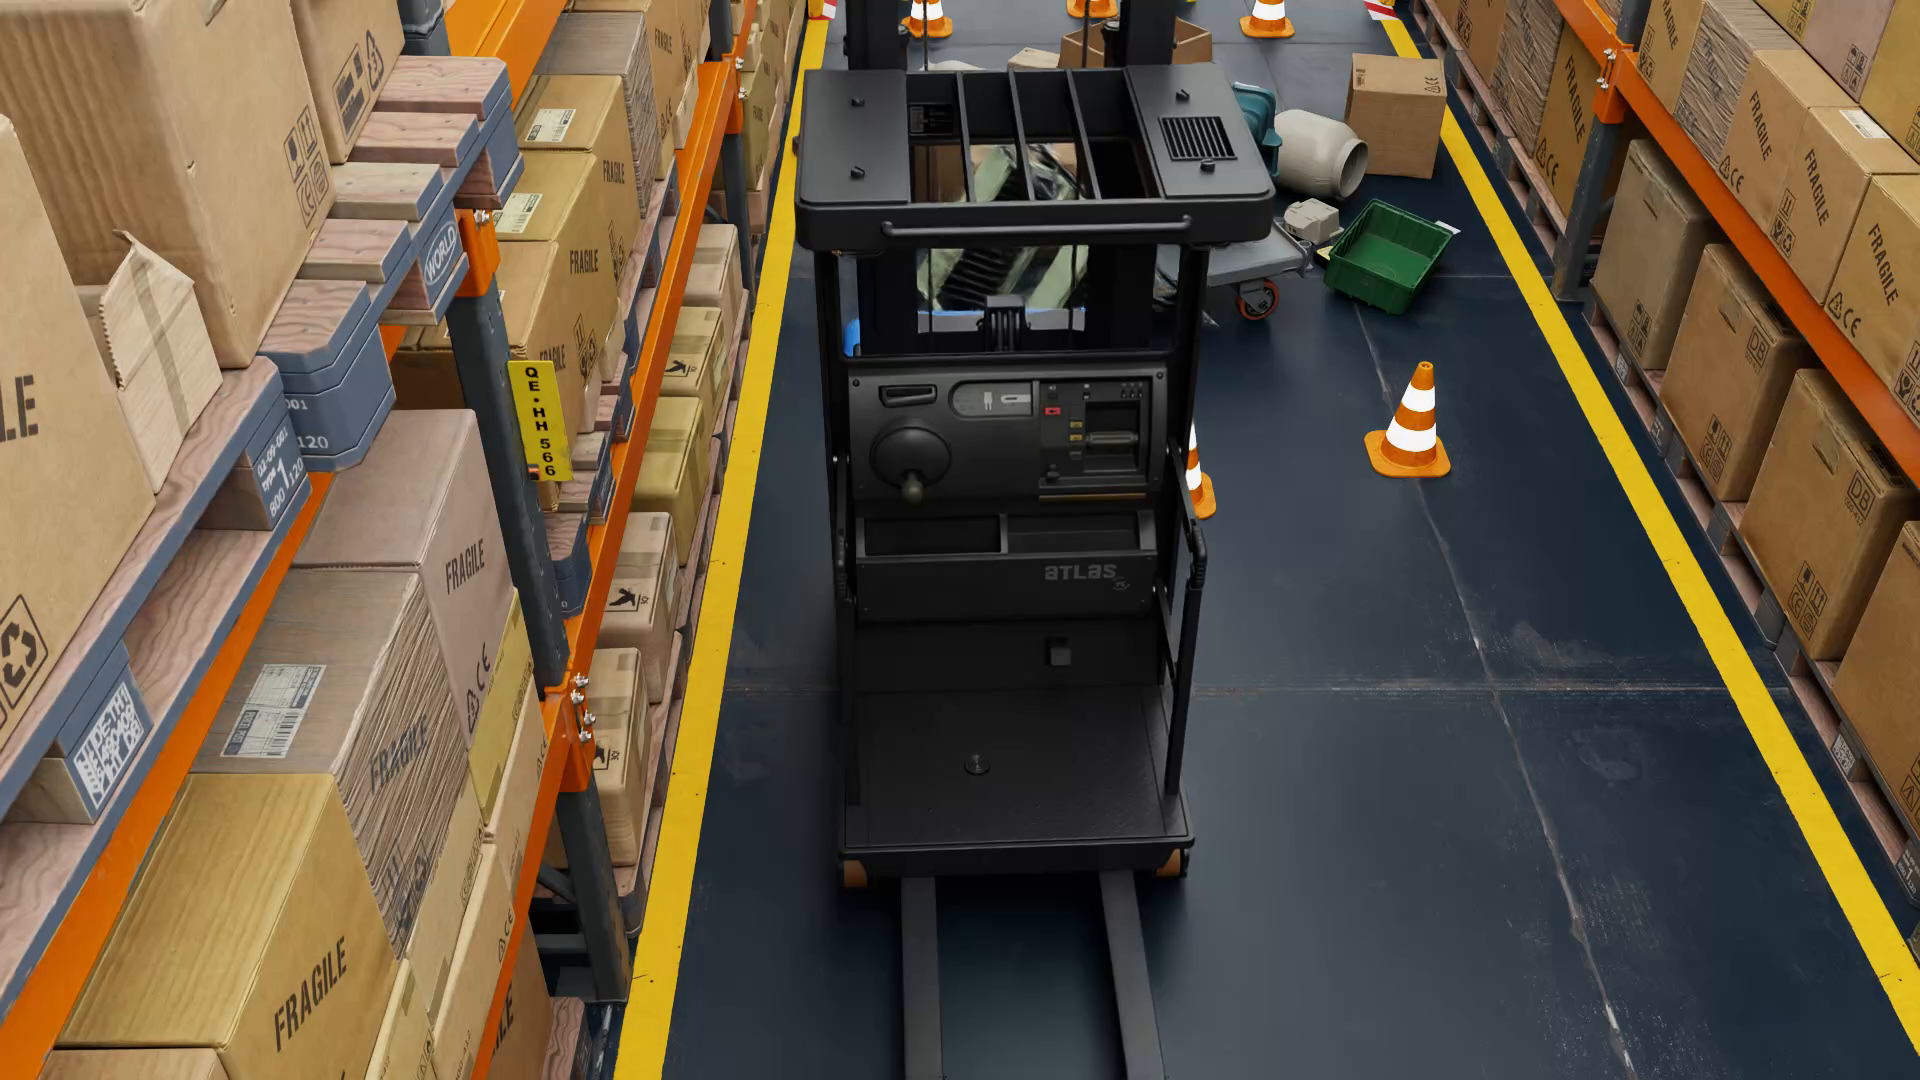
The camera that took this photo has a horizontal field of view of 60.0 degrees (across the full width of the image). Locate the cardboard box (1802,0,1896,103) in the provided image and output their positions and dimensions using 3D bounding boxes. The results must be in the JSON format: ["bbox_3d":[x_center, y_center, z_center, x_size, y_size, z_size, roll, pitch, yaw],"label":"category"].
[{"bbox_3d":[3.454,-1.860,5.793,0.700,0.500,0.500,0,39,0],"label":"cardboard box"}]

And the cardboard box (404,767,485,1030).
[{"bbox_3d":[-1.241,0.676,3.228,0.500,0.250,0.500,-1,39,-1],"label":"cardboard box"}]

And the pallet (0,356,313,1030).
[{"bbox_3d":[-1.442,0.194,1.862,1.003,0.211,1.213,2,39,2],"label":"pallet"}]

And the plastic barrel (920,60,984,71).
[{"bbox_3d":[0.007,-2.518,9.554,0.512,0.421,0.421,28,46,30],"label":"plastic barrel"}]

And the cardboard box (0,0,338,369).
[{"bbox_3d":[-1.309,-0.566,2.243,0.700,0.500,0.500,-2,39,-2],"label":"cardboard box"}]

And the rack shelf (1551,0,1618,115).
[{"bbox_3d":[3.443,-3.349,9.106,1.077,0.370,4.000,0,39,0],"label":"rack shelf"}]

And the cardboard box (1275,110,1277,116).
[{"bbox_3d":[1.601,-2.386,9.515,0.396,0.266,0.258,6,39,8],"label":"cardboard box"}]

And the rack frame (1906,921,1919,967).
[{"bbox_3d":[3.450,0.122,4.199,1.000,3.000,0.127,0,39,0],"label":"rack frame"}]

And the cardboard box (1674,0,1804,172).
[{"bbox_3d":[3.178,-1.774,6.484,0.500,0.500,0.500,0,39,0],"label":"cardboard box"}]

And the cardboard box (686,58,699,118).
[{"bbox_3d":[-1.210,-1.731,6.376,0.380,0.149,0.250,-1,39,-1],"label":"cardboard box"}]

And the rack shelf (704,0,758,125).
[{"bbox_3d":[-1.507,-3.283,9.023,1.077,0.370,4.000,0,39,0],"label":"rack shelf"}]

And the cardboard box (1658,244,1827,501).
[{"bbox_3d":[3.533,-0.674,6.655,1.050,0.750,0.750,0,39,0],"label":"cardboard box"}]

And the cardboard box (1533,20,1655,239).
[{"bbox_3d":[3.514,-2.107,8.344,0.875,0.875,0.875,1,39,1],"label":"cardboard box"}]

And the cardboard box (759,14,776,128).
[{"bbox_3d":[-1.248,-2.400,8.609,0.500,0.500,0.500,1,39,2],"label":"cardboard box"}]

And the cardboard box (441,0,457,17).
[{"bbox_3d":[-1.331,-1.286,3.665,0.396,0.266,0.258,0,39,0],"label":"cardboard box"}]

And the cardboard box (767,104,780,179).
[{"bbox_3d":[-1.248,-2.106,8.843,0.500,0.250,0.500,2,39,3],"label":"cardboard box"}]

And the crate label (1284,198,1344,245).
[{"bbox_3d":[1.842,-1.679,8.736,0.298,0.136,0.250,-28,46,-30],"label":"crate label"}]

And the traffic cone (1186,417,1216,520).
[{"bbox_3d":[0.897,-0.368,6.839,0.336,0.463,0.334,0,39,0],"label":"traffic cone"}]

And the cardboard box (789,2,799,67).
[{"bbox_3d":[-1.247,-3.076,10.052,0.500,0.250,0.500,0,39,0],"label":"cardboard box"}]

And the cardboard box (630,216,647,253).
[{"bbox_3d":[-1.268,-1.091,5.578,0.380,0.149,0.250,1,39,1],"label":"cardboard box"}]

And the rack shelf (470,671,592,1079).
[{"bbox_3d":[-1.498,1.720,2.780,1.077,0.370,4.000,0,39,0],"label":"rack shelf"}]

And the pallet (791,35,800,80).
[{"bbox_3d":[-1.544,-3.170,10.537,1.003,0.211,1.213,0,39,0],"label":"pallet"}]

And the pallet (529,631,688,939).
[{"bbox_3d":[-1.500,0.788,5.597,1.003,0.211,1.213,0,39,0],"label":"pallet"}]

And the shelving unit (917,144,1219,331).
[{"bbox_3d":[0.355,-1.060,7.058,0.431,0.755,1.500,10,33,-40],"label":"shelving unit"}]

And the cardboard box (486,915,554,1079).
[{"bbox_3d":[-1.583,1.286,4.110,0.875,0.875,0.875,0,39,0],"label":"cardboard box"}]

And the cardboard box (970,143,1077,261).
[{"bbox_3d":[0.275,-1.653,7.807,0.500,0.500,0.500,0,39,0],"label":"cardboard box"}]

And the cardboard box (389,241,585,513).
[{"bbox_3d":[-1.269,-0.412,4.211,0.500,0.500,0.500,-1,39,-1],"label":"cardboard box"}]

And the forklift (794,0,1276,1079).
[{"bbox_3d":[0.153,-0.236,4.701,1.130,2.935,3.031,-2,39,-2],"label":"forklift"}]

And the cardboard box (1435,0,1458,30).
[{"bbox_3d":[3.507,-3.791,10.446,0.875,0.875,0.875,0,39,0],"label":"cardboard box"}]

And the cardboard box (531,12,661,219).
[{"bbox_3d":[-1.277,-1.382,5.423,0.500,0.500,0.500,-1,39,-2],"label":"cardboard box"}]

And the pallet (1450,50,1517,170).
[{"bbox_3d":[3.518,-2.532,9.740,1.003,0.211,1.213,0,39,0],"label":"pallet"}]

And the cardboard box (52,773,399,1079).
[{"bbox_3d":[-1.235,0.714,2.581,0.500,0.500,0.500,0,39,0],"label":"cardboard box"}]

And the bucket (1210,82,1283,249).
[{"bbox_3d":[1.139,-1.778,7.973,0.726,0.611,0.620,13,50,15],"label":"bucket"}]

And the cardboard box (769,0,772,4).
[{"bbox_3d":[-1.181,-2.886,8.698,0.380,0.149,0.250,2,39,3],"label":"cardboard box"}]

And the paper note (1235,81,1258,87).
[{"bbox_3d":[1.744,-2.766,10.178,0.144,0.017,0.142,13,40,15],"label":"paper note"}]

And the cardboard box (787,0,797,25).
[{"bbox_3d":[-1.244,-3.370,9.820,0.500,0.500,0.500,1,39,2],"label":"cardboard box"}]

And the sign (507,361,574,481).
[{"bbox_3d":[-0.945,-0.265,3.757,0.100,0.325,0.005,0,39,0],"label":"sign"}]

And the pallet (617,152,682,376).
[{"bbox_3d":[-1.544,-0.974,5.720,1.003,0.211,1.213,0,39,0],"label":"pallet"}]

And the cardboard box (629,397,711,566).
[{"bbox_3d":[-1.495,-0.239,6.415,0.950,0.372,0.625,1,39,1],"label":"cardboard box"}]

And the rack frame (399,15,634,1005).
[{"bbox_3d":[-1.500,0.189,4.116,1.000,3.000,0.127,0,39,0],"label":"rack frame"}]

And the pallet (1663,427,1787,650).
[{"bbox_3d":[3.525,-0.044,6.636,1.003,0.211,1.213,0,39,0],"label":"pallet"}]

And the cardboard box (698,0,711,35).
[{"bbox_3d":[-1.275,-2.343,6.621,0.500,0.500,0.500,-1,39,-1],"label":"cardboard box"}]

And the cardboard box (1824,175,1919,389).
[{"bbox_3d":[3.181,-0.823,5.298,0.500,0.500,0.500,-1,39,-1],"label":"cardboard box"}]

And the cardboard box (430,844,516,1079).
[{"bbox_3d":[-1.224,0.883,3.370,0.500,0.250,0.500,1,39,1],"label":"cardboard box"}]

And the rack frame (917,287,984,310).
[{"bbox_3d":[0.173,-0.782,7.211,0.400,0.023,1.500,10,33,-40],"label":"rack frame"}]
